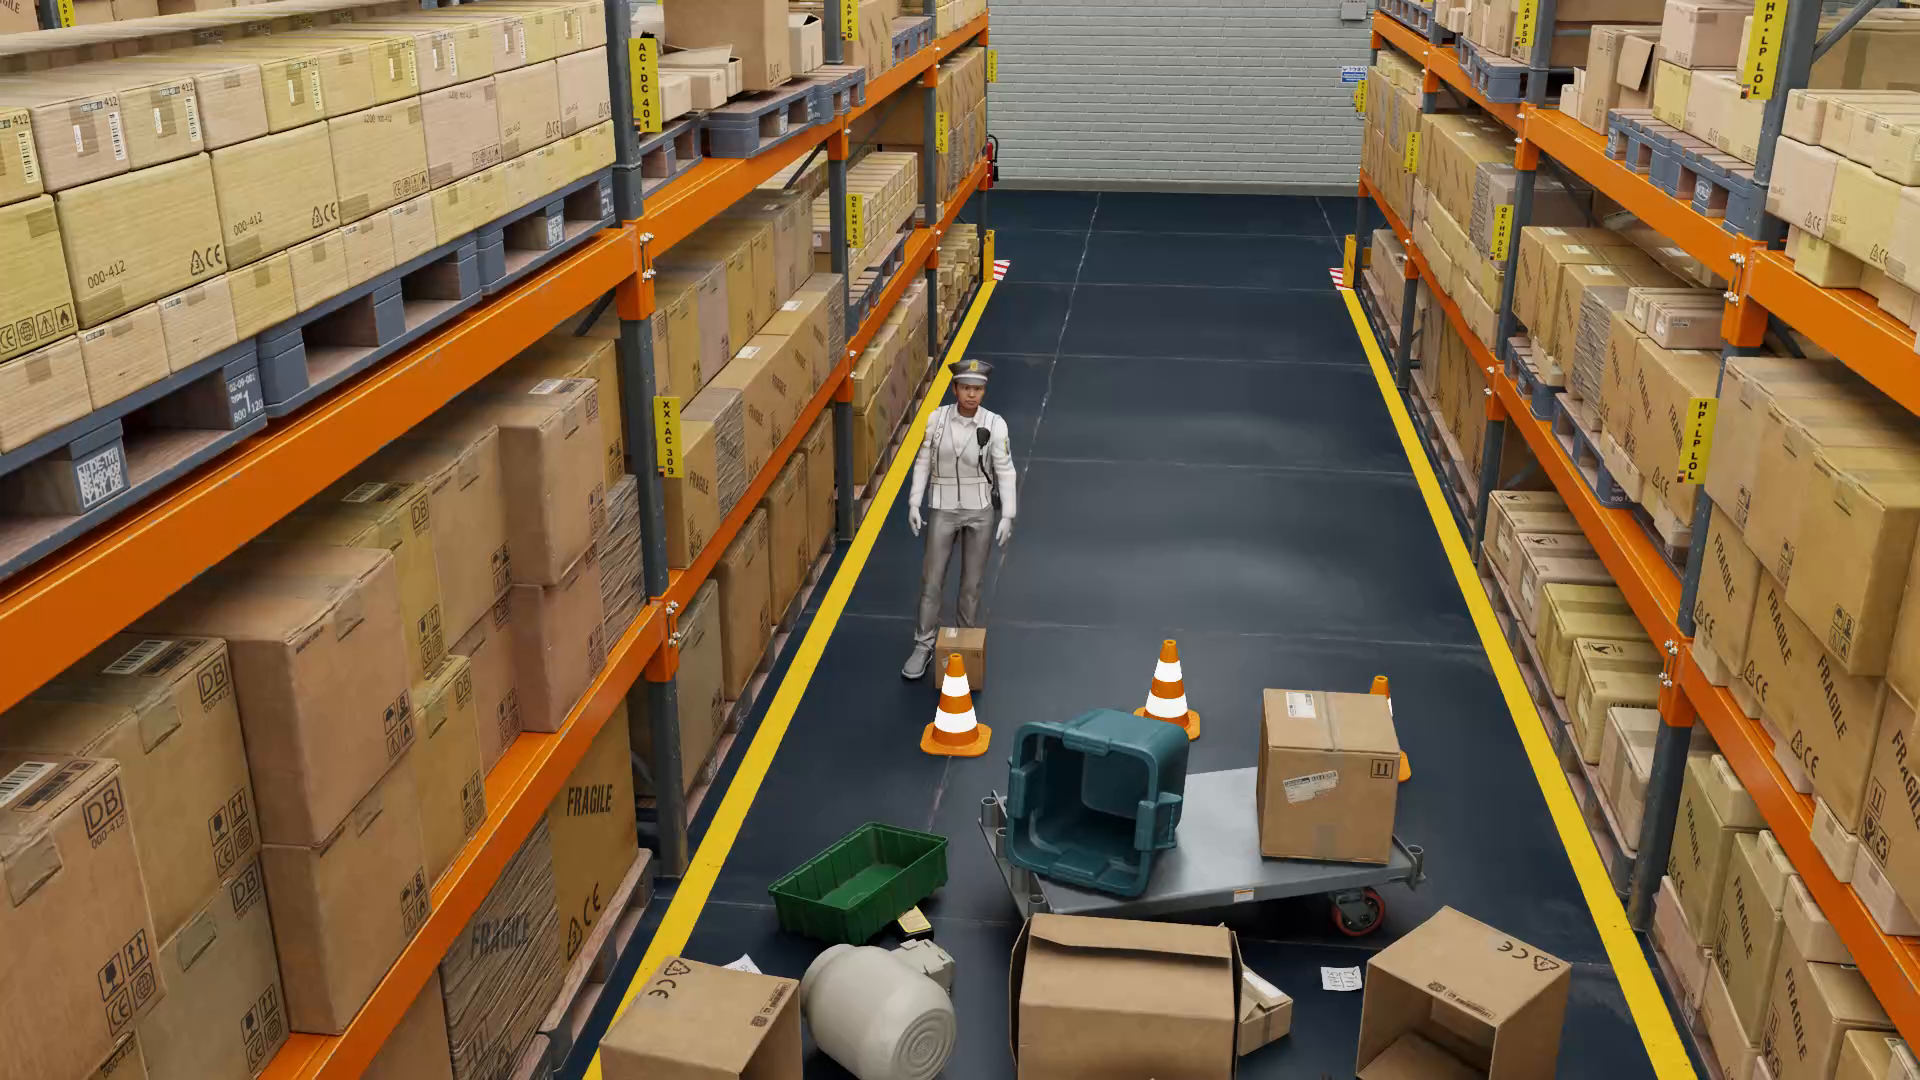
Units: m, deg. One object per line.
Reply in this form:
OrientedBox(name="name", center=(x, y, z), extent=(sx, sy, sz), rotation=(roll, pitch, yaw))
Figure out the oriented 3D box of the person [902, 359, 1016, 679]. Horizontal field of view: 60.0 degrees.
OrientedBox(name="person", center=(0.001, -0.122, 8.825), extent=(0.587, 1.696, 0.533), rotation=(3, 21, 6))
